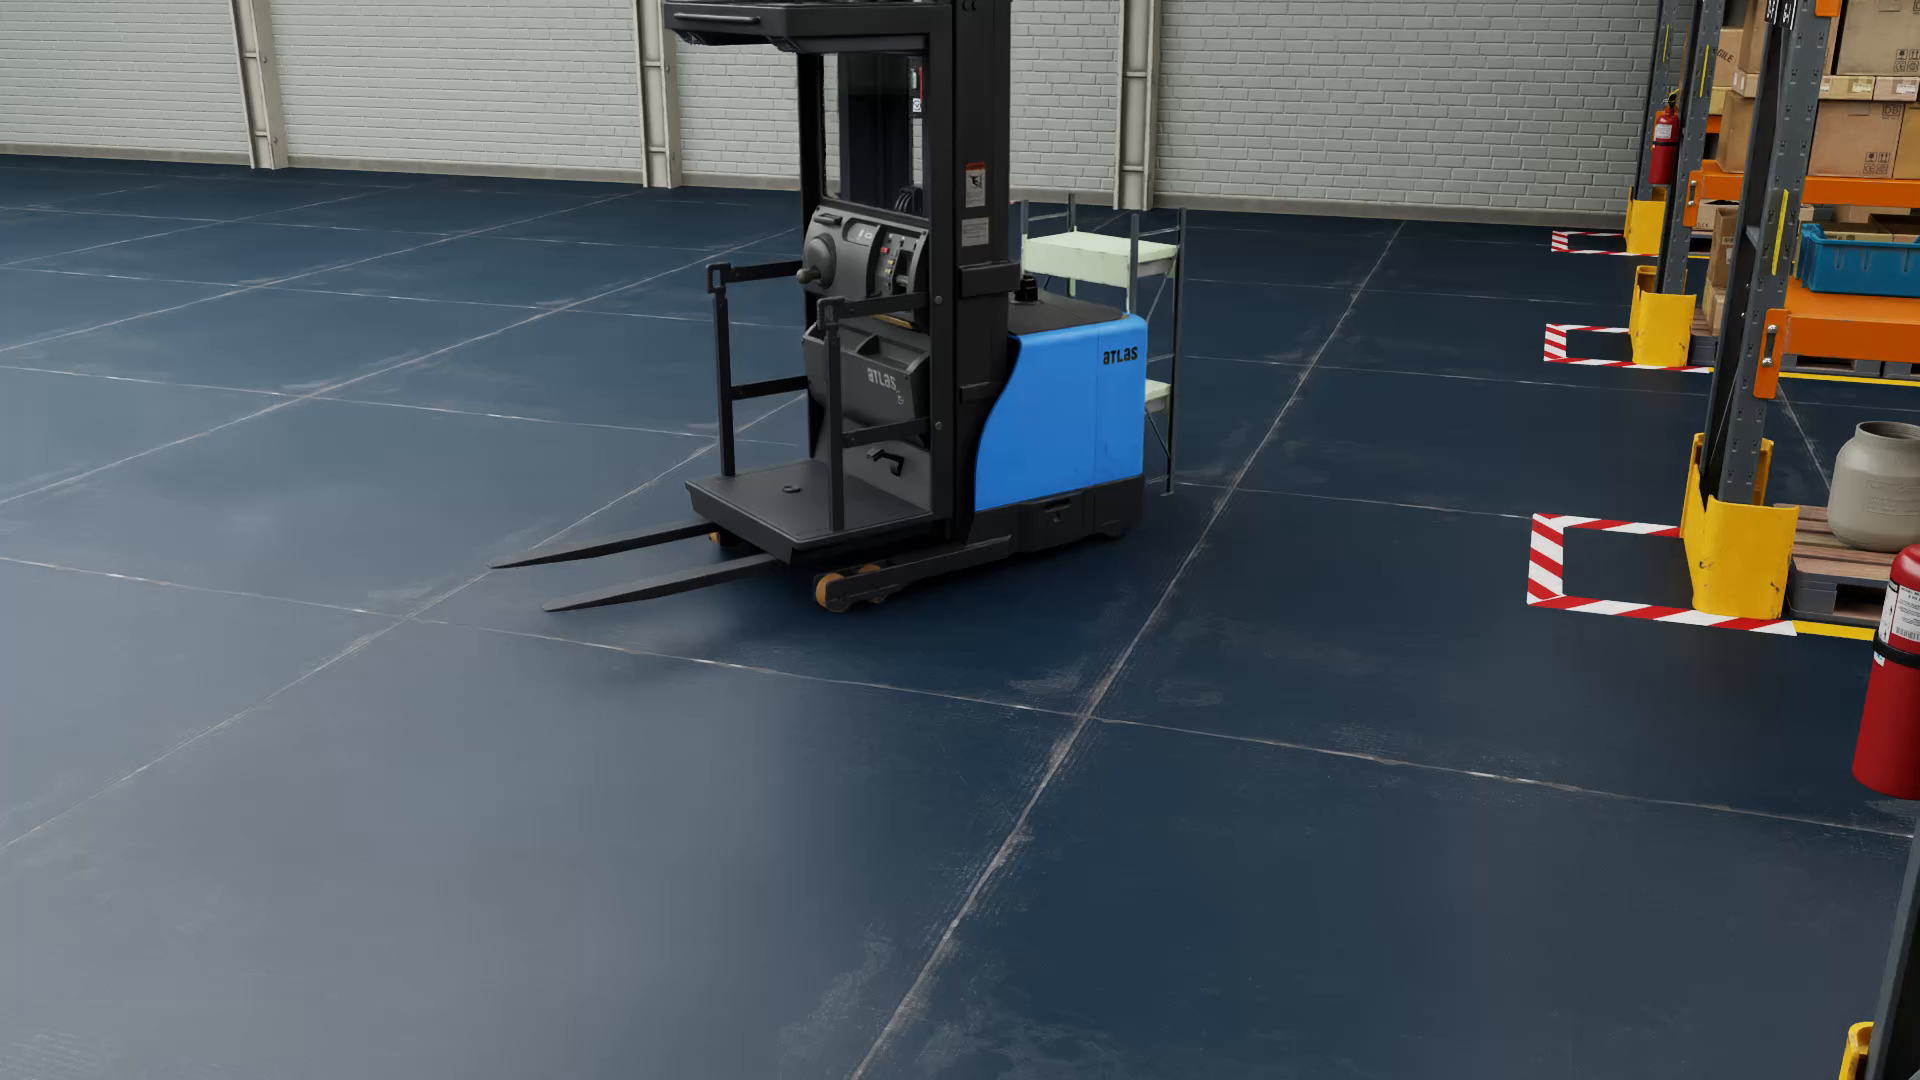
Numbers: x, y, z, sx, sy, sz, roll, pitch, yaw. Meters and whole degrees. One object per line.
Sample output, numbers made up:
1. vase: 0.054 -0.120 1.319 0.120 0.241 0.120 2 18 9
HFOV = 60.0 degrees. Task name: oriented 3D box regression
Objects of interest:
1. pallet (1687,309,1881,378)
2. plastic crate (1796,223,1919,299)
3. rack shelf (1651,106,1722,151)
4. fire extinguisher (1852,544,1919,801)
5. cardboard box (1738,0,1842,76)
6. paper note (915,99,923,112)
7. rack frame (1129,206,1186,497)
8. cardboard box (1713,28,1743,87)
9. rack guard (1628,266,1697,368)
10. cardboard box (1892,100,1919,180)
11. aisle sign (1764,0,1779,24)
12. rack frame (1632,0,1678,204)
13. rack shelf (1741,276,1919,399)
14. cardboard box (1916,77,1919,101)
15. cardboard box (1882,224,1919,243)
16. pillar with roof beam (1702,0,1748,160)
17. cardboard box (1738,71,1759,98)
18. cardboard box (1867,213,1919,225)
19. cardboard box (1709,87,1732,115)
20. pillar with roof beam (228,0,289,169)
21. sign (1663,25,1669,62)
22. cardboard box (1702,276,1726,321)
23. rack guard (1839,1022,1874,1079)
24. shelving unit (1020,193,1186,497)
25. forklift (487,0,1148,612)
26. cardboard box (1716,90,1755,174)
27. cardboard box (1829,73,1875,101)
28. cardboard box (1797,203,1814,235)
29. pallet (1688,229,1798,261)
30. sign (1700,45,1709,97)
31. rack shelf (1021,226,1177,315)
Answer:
1. pallet: 5.803 -1.414 11.812 1.213 0.211 1.003 7 20 18
2. plastic crate: 4.009 -1.229 7.271 0.616 0.251 0.499 7 20 18
3. rack shelf: 8.579 -3.785 15.471 4.000 0.370 1.077 7 20 18
4. fire extinguisher: 1.856 0.160 3.176 0.183 0.674 0.296 7 20 18
5. cardboard box: 5.554 -3.400 11.150 0.500 0.500 0.700 7 20 18
6. paper note: -0.500 -5.086 19.447 0.142 0.148 0.016 7 20 18
7. rack frame: 0.977 -0.908 8.403 0.400 1.500 0.023 -18 26 -42
8. cardboard box: 7.042 -4.488 15.454 0.500 0.500 0.500 7 20 18
9. rack guard: 5.045 -1.622 11.971 0.348 0.500 1.175 7 20 18
10. cardboard box: 6.469 -2.682 11.062 0.500 0.500 0.700 7 20 18
11. aisle sign: 3.468 -2.588 6.994 0.004 0.787 0.394 7 20 18
12. rack frame: 6.689 -4.341 15.972 0.127 3.000 1.000 7 20 18
13. rack shelf: 5.327 -0.705 6.634 4.000 0.370 1.077 7 20 18
14. cardboard box: 6.343 -2.933 10.797 0.250 0.149 0.380 6 20 16
15. cardboard box: 6.450 -1.824 11.151 0.500 0.500 0.500 7 20 18
16. pillar with roof beam: 6.222 -6.028 11.699 0.400 9.000 9.100 7 20 18
17. cardboard box: 5.367 -3.044 11.115 0.250 0.149 0.380 6 20 18
18. cardboard box: 6.621 -1.985 11.615 0.500 0.500 0.500 7 20 18
19. cardboard box: 7.046 -4.128 15.559 0.500 0.250 0.500 6 20 16
20. pillar with roof beam: -10.781 -7.973 17.277 0.400 9.000 9.100 7 20 18
21. sign: 6.511 -4.581 15.345 0.005 0.325 0.100 7 20 18
22. cardboard box: 5.671 -1.734 12.033 0.500 0.250 0.500 7 20 18
23. rack guard: 1.885 1.468 3.105 0.348 0.500 1.175 7 20 18
24. shelving unit: 0.719 -0.994 8.648 0.431 1.500 0.755 -18 26 -42
25. forklift: -0.595 -1.269 7.265 3.031 2.935 1.130 -13 23 -33
26. cardboard box: 5.504 -2.793 11.380 0.500 0.500 0.700 7 20 18
27. cardboard box: 5.853 -2.989 10.957 0.250 0.149 0.380 7 20 18
28. cardboard box: 7.852 -3.115 15.871 0.500 0.311 0.500 8 21 23
29. pallet: 7.517 -2.917 16.124 1.213 0.211 1.003 7 20 18
30. sign: 4.879 -3.074 10.903 0.005 0.325 0.100 7 20 18
31. rack shelf: 0.719 -1.362 8.520 0.431 0.370 0.720 -18 26 -42
